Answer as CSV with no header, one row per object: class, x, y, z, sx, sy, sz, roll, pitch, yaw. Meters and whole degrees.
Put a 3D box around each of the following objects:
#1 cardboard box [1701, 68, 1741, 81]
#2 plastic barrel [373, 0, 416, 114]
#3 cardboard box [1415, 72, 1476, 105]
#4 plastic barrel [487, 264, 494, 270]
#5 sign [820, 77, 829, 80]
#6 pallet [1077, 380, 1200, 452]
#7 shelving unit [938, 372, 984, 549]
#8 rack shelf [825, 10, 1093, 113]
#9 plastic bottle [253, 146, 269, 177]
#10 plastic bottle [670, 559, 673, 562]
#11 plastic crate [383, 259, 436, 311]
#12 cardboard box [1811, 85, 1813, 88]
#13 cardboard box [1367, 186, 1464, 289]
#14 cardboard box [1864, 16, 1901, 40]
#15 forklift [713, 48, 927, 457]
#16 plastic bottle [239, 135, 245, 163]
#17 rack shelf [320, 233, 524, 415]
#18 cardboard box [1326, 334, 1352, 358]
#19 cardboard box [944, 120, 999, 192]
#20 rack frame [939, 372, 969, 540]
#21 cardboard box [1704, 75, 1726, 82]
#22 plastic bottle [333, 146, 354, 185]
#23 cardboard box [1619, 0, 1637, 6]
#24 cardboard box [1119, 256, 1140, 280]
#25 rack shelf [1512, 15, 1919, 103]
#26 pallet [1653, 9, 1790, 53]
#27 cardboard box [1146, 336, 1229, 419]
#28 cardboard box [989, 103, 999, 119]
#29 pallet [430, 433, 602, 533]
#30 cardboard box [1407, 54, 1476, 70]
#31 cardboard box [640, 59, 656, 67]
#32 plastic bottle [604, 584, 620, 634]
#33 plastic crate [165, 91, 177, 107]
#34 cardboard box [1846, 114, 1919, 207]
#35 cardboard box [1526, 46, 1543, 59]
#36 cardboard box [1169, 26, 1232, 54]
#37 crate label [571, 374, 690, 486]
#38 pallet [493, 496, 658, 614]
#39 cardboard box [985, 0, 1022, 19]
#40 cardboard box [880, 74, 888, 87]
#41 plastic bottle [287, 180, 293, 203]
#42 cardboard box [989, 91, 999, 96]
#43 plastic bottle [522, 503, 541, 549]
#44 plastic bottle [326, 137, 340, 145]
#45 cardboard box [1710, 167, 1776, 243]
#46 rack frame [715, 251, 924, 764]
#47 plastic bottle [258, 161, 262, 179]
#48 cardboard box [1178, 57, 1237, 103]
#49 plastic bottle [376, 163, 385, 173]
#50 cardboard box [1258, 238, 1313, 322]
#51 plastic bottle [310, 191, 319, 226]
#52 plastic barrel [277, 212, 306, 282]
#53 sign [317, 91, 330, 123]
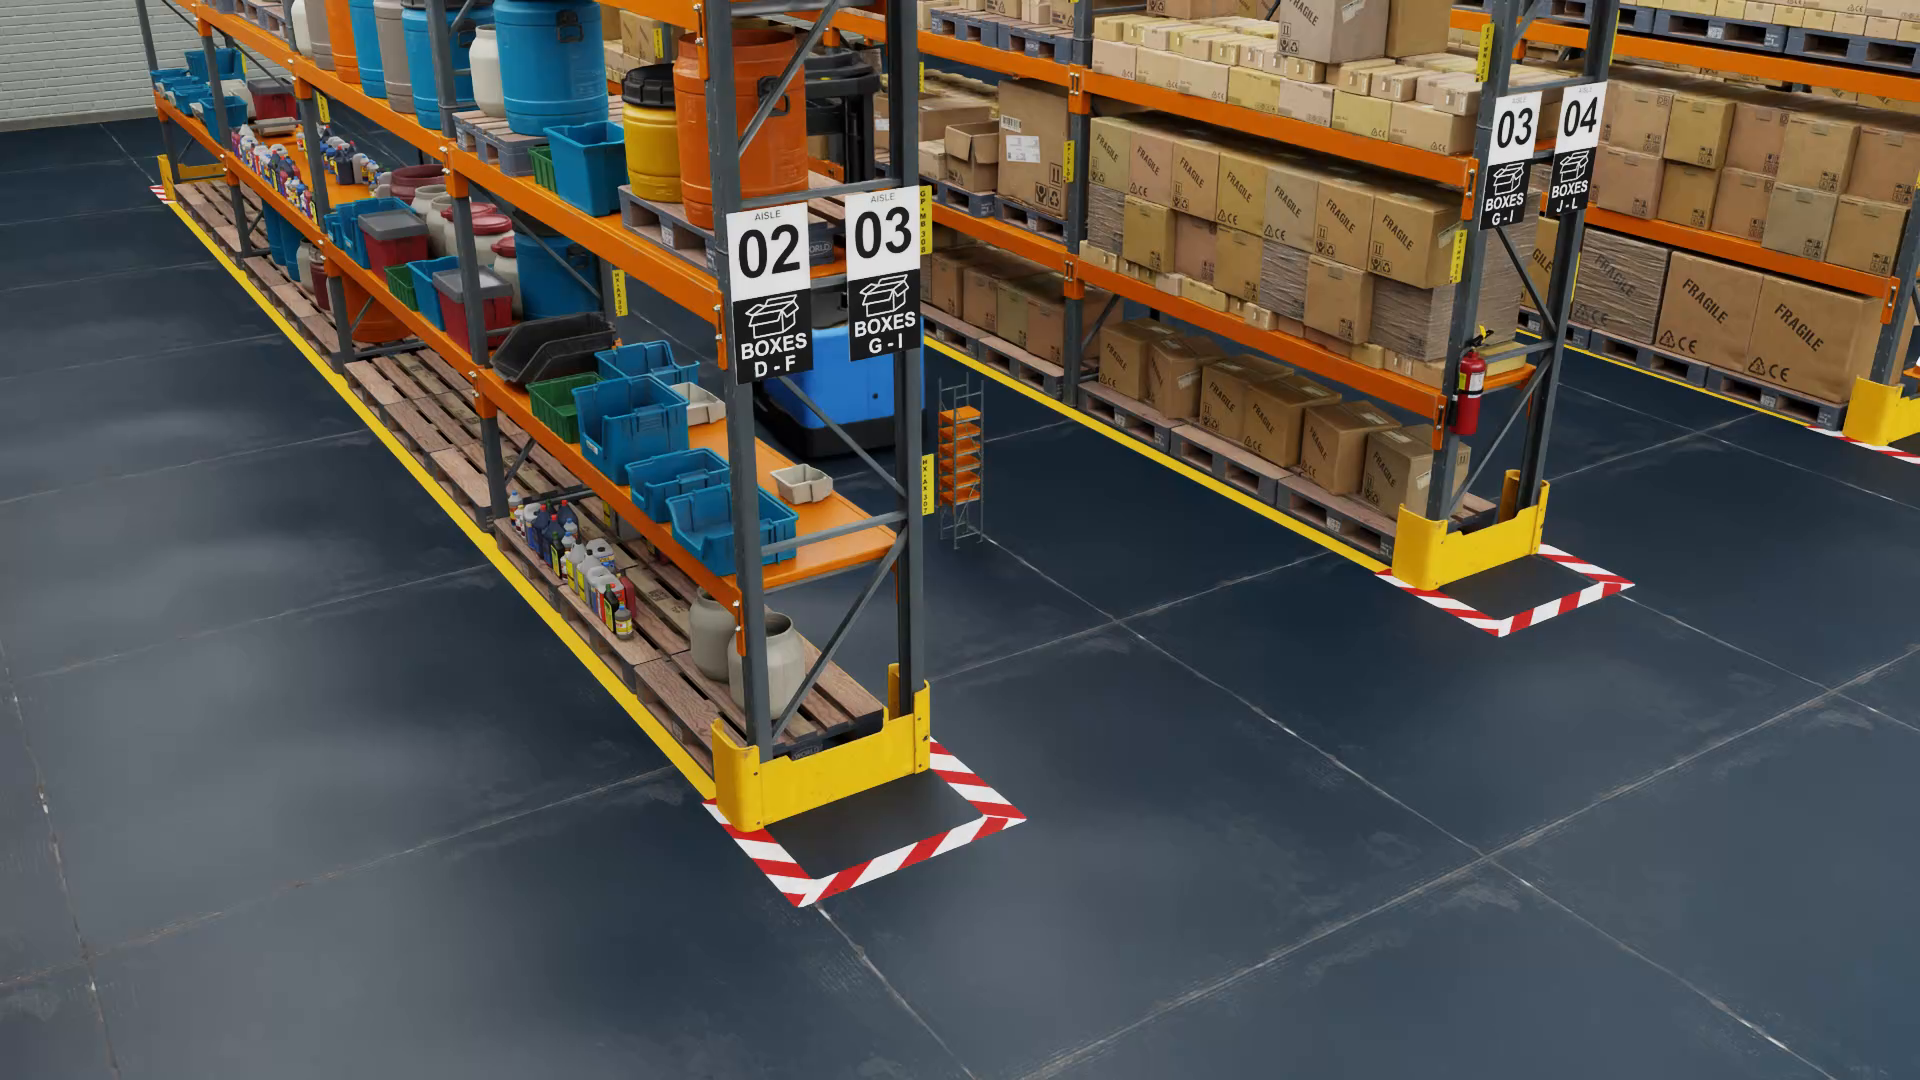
cardboard box,8.913,-5.579,19.059,0.500,0.500,0.500,-15,29,-29
plastic barrel,-3.641,-3.405,11.311,0.600,0.901,0.600,0,25,0
cardboard box,3.053,-2.796,10.317,0.380,0.149,0.250,-17,30,-31
plastic barrel,-3.418,-1.903,12.393,0.301,0.262,0.301,0,25,0
sign,-1.321,-4.435,16.237,0.100,0.325,0.005,-16,29,-30
pallet,1.722,-1.118,13.833,1.003,0.211,1.213,-16,29,-30
shelving unit,0.008,-0.537,11.445,0.258,1.200,0.189,-16,29,-30
rack shelf,0.234,-4.357,14.758,1.077,0.370,4.000,-16,29,-30
plastic bottle,-6.752,-3.677,16.132,0.152,0.276,0.135,-16,29,-30
plastic bottle,-1.864,-0.018,10.911,0.152,0.276,0.135,-15,29,-29
plastic crate,-4.011,-1.918,12.510,0.450,0.188,0.662,-16,29,-30
cardboard box,12.294,-6.167,23.552,0.875,0.625,0.625,-14,29,-28
cardboard box,3.002,-1.951,10.695,0.500,0.500,0.500,-16,29,-30
cardboard box,7.118,-3.908,12.649,0.380,0.149,0.250,-15,29,-29
forklift,-1.339,-2.565,13.713,1.130,2.935,3.031,-11,27,-22
plastic bottle,-7.144,-3.910,16.632,0.097,0.271,0.097,0,25,0
rack shelf,-3.916,-1.847,12.953,1.077,0.370,4.000,-16,29,-30
cardboard box,2.742,-1.381,11.417,0.380,0.149,0.250,-16,29,-30
cardboard box,0.302,-3.446,14.886,0.797,0.503,0.637,-12,28,-24
rack frame,-0.042,-0.570,11.515,0.240,1.200,0.006,-16,29,-30
cardboard box,8.817,-5.299,19.225,0.380,0.149,0.250,-16,30,-30
plastic bottle,-5.868,-3.566,15.810,0.144,0.351,0.185,-16,29,-30
cardboard box,5.865,-4.728,14.385,0.380,0.149,0.250,-16,30,-30
cardboard box,1.476,-2.175,13.100,0.380,0.149,0.250,-16,29,-30
rack shelf,6.629,-4.047,14.099,1.077,0.370,4.000,-16,29,-30
pallet,6.636,-4.316,13.932,1.003,0.211,1.213,-16,29,-30
cardboard box,1.830,-1.315,13.421,0.500,0.500,0.500,-6,26,-13
cardboard box,0.584,-5.911,22.870,0.380,0.149,0.250,-15,29,-29
pallet,-3.285,-0.468,12.456,1.003,0.211,1.213,-16,29,-30
cardboard box,3.162,-3.093,10.945,0.380,0.149,0.250,-14,29,-28
cardboard box,-3.502,-5.636,19.964,0.500,0.250,0.500,-16,30,-31
plastic bottle,-2.089,0.411,9.994,0.061,0.283,0.133,-15,29,-28
plastic crate,-9.040,-5.115,19.273,0.250,0.136,0.298,-16,29,-30
cardboard box,7.550,-2.998,13.109,0.875,0.550,0.550,-16,29,-30
cardboard box,7.467,-6.268,21.278,0.380,0.149,0.250,-17,30,-32
cardboard box,1.748,-3.633,12.089,0.380,0.149,0.250,-15,29,-28
crate label,-1.872,-0.637,9.507,0.502,0.435,0.616,-16,29,-30
pallet,-2.492,0.054,11.350,1.003,0.211,1.213,-16,29,-30
cardboard box,0.637,-4.732,14.096,0.797,0.503,0.637,-14,29,-27
cardboard box,-1.013,-6.926,25.021,0.380,0.149,0.250,-17,30,-32
plastic bottle,-6.078,-3.180,15.167,0.097,0.201,0.097,0,25,0
cardboard box,0.643,-6.323,23.743,0.380,0.149,0.250,-15,29,-28
plastic bottle,-2.818,-0.099,11.083,0.152,0.276,0.135,-14,29,-28
plastic bottle,-6.230,-3.885,16.574,0.152,0.276,0.135,-16,29,-30
cardboard box,6.961,-2.911,14.190,0.875,0.550,0.550,-16,29,-30
rack frame,-0.640,-0.026,8.254,1.000,3.000,0.127,-16,29,-30
plastic bottle,-6.712,-3.595,16.047,0.097,0.201,0.097,0,25,0
cardboard box,1.912,-3.311,11.874,0.500,0.250,0.500,-17,30,-32
plastic bottle,-5.386,-3.371,15.477,0.061,0.283,0.133,-16,29,-30
cardboard box,2.622,-1.903,11.764,0.875,0.500,0.500,-16,29,-30
plastic bottle,-5.586,-2.880,14.436,0.061,0.283,0.133,-16,29,-30
plastic barrel,-6.522,-3.107,16.747,0.600,0.901,0.708,-16,29,-30
sign,-6.729,-4.571,17.557,0.100,0.325,0.005,-16,29,-30
